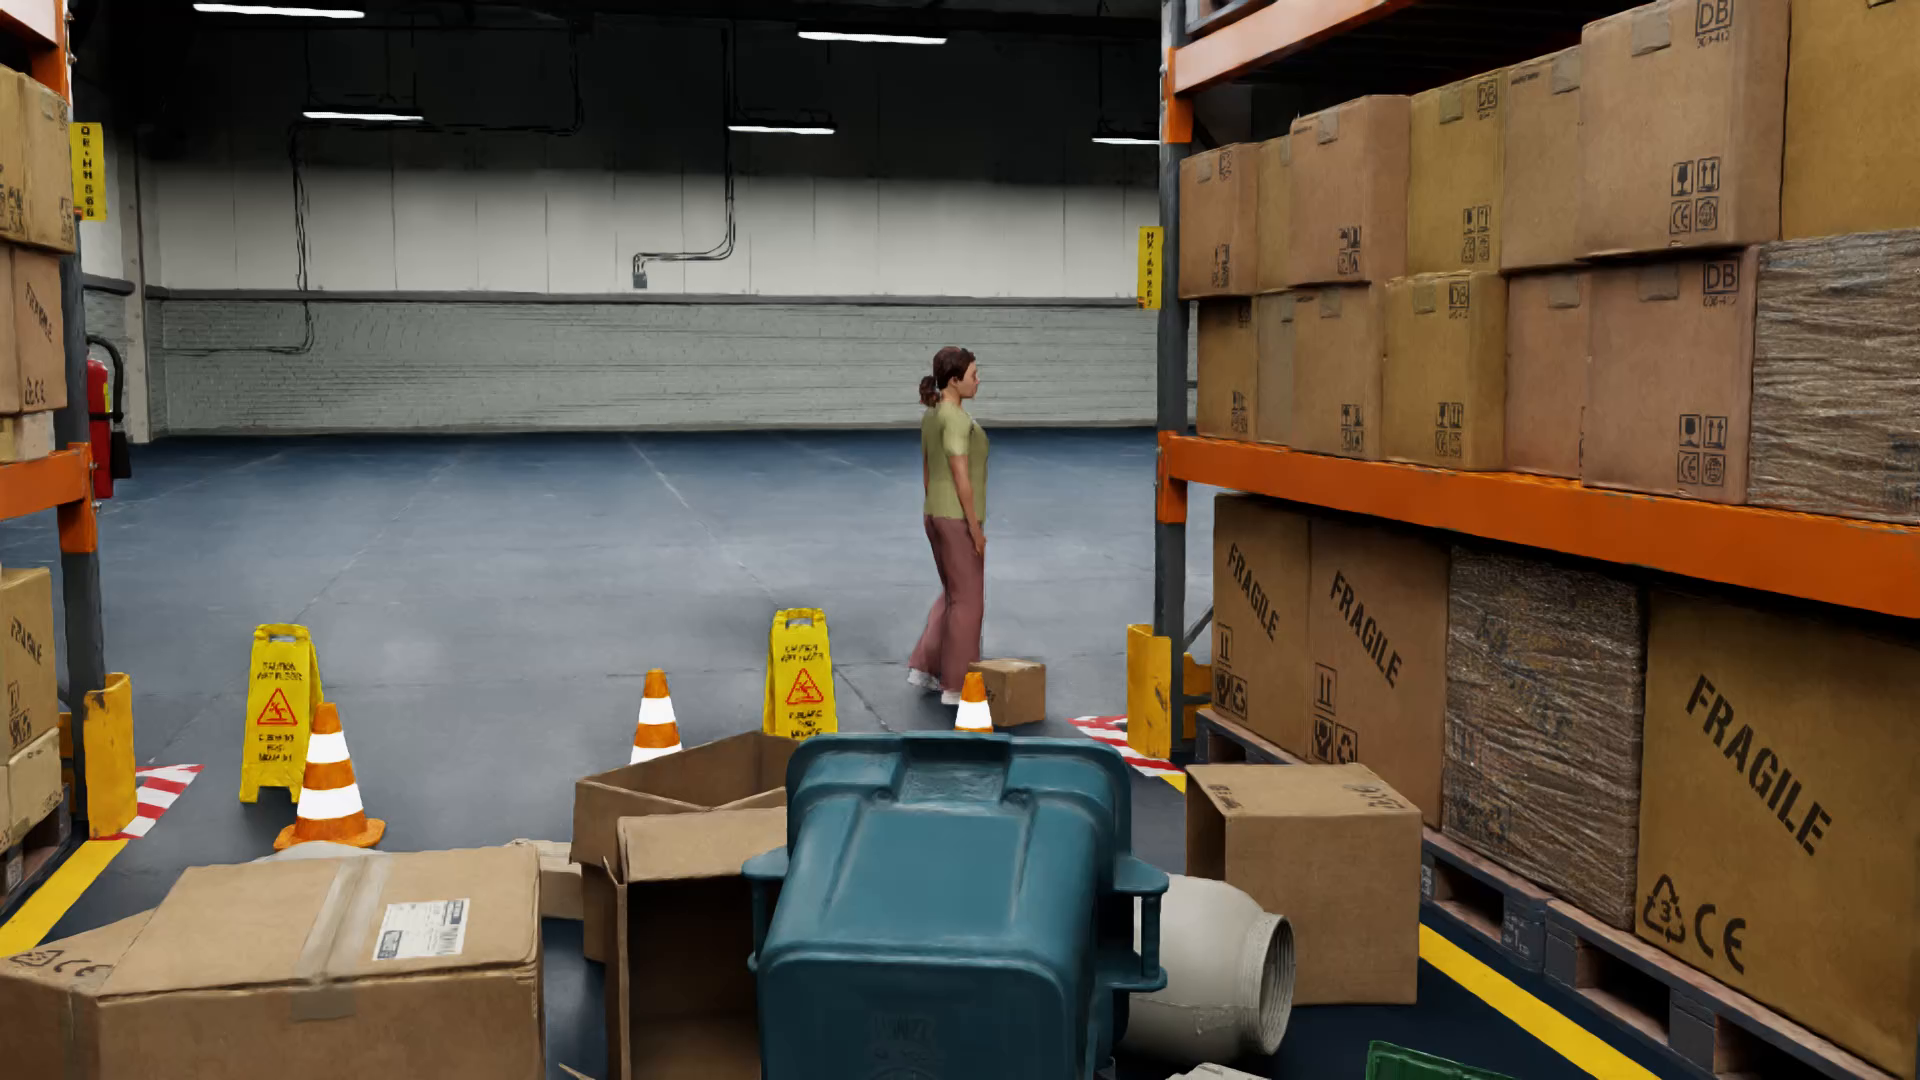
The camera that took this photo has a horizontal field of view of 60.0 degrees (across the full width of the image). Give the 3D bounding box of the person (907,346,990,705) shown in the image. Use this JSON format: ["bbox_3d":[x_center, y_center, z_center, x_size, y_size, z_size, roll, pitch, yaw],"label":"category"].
[{"bbox_3d":[-0.042,-0.070,7.812,0.394,1.676,0.528,-3,7,-24],"label":"person"}]
